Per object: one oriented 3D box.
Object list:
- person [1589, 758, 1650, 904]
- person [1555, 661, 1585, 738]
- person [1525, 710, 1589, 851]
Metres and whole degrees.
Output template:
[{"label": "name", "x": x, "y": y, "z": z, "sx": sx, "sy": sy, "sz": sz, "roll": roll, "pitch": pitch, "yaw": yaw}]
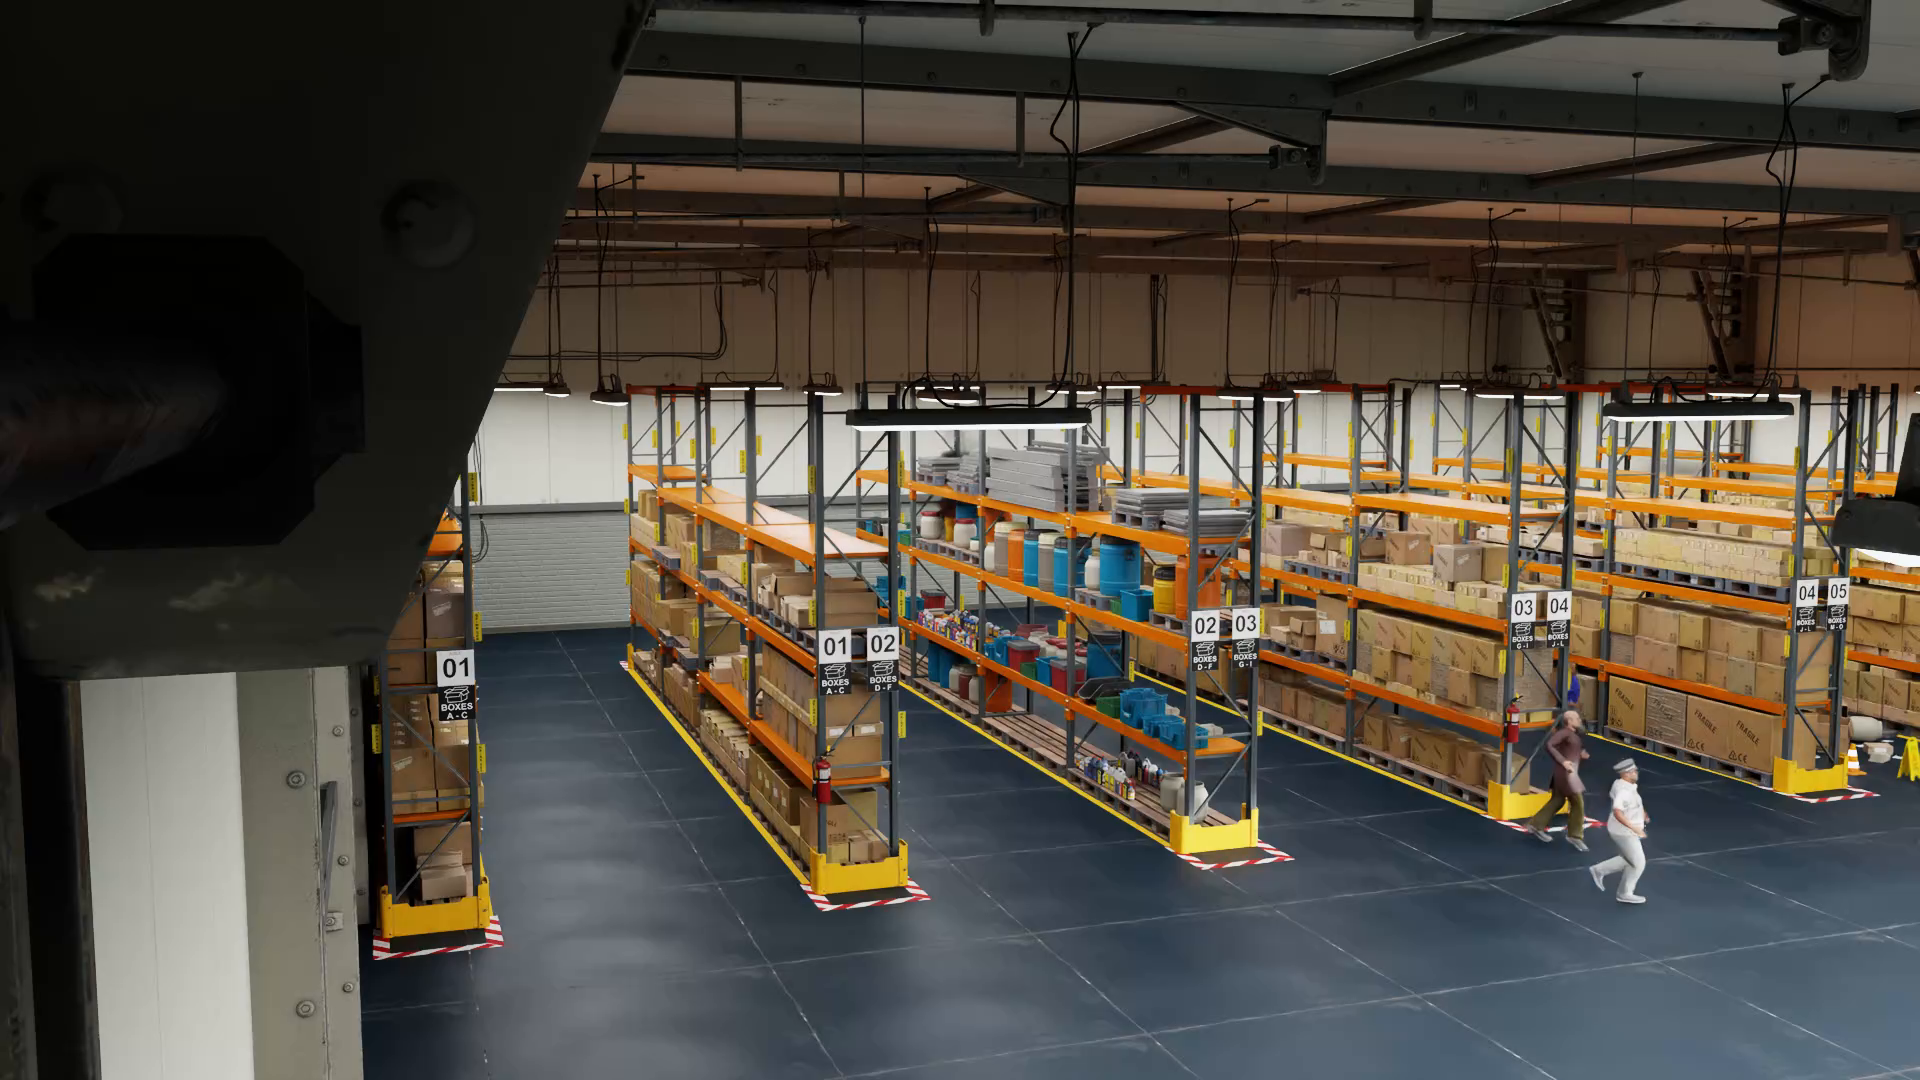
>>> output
[{"label": "person", "x": 7.837, "y": 3.432, "z": 19.697, "sx": 0.664, "sy": 1.740, "sz": 0.656, "roll": 2, "pitch": 6, "yaw": 15}, {"label": "person", "x": 9.857, "y": 2.752, "z": 26.793, "sx": 0.609, "sy": 1.614, "sz": 0.595, "roll": -3, "pitch": 7, "yaw": -26}, {"label": "person", "x": 8.017, "y": 3.183, "z": 22.216, "sx": 0.840, "sy": 1.837, "sz": 0.702, "roll": 2, "pitch": 6, "yaw": 22}]
